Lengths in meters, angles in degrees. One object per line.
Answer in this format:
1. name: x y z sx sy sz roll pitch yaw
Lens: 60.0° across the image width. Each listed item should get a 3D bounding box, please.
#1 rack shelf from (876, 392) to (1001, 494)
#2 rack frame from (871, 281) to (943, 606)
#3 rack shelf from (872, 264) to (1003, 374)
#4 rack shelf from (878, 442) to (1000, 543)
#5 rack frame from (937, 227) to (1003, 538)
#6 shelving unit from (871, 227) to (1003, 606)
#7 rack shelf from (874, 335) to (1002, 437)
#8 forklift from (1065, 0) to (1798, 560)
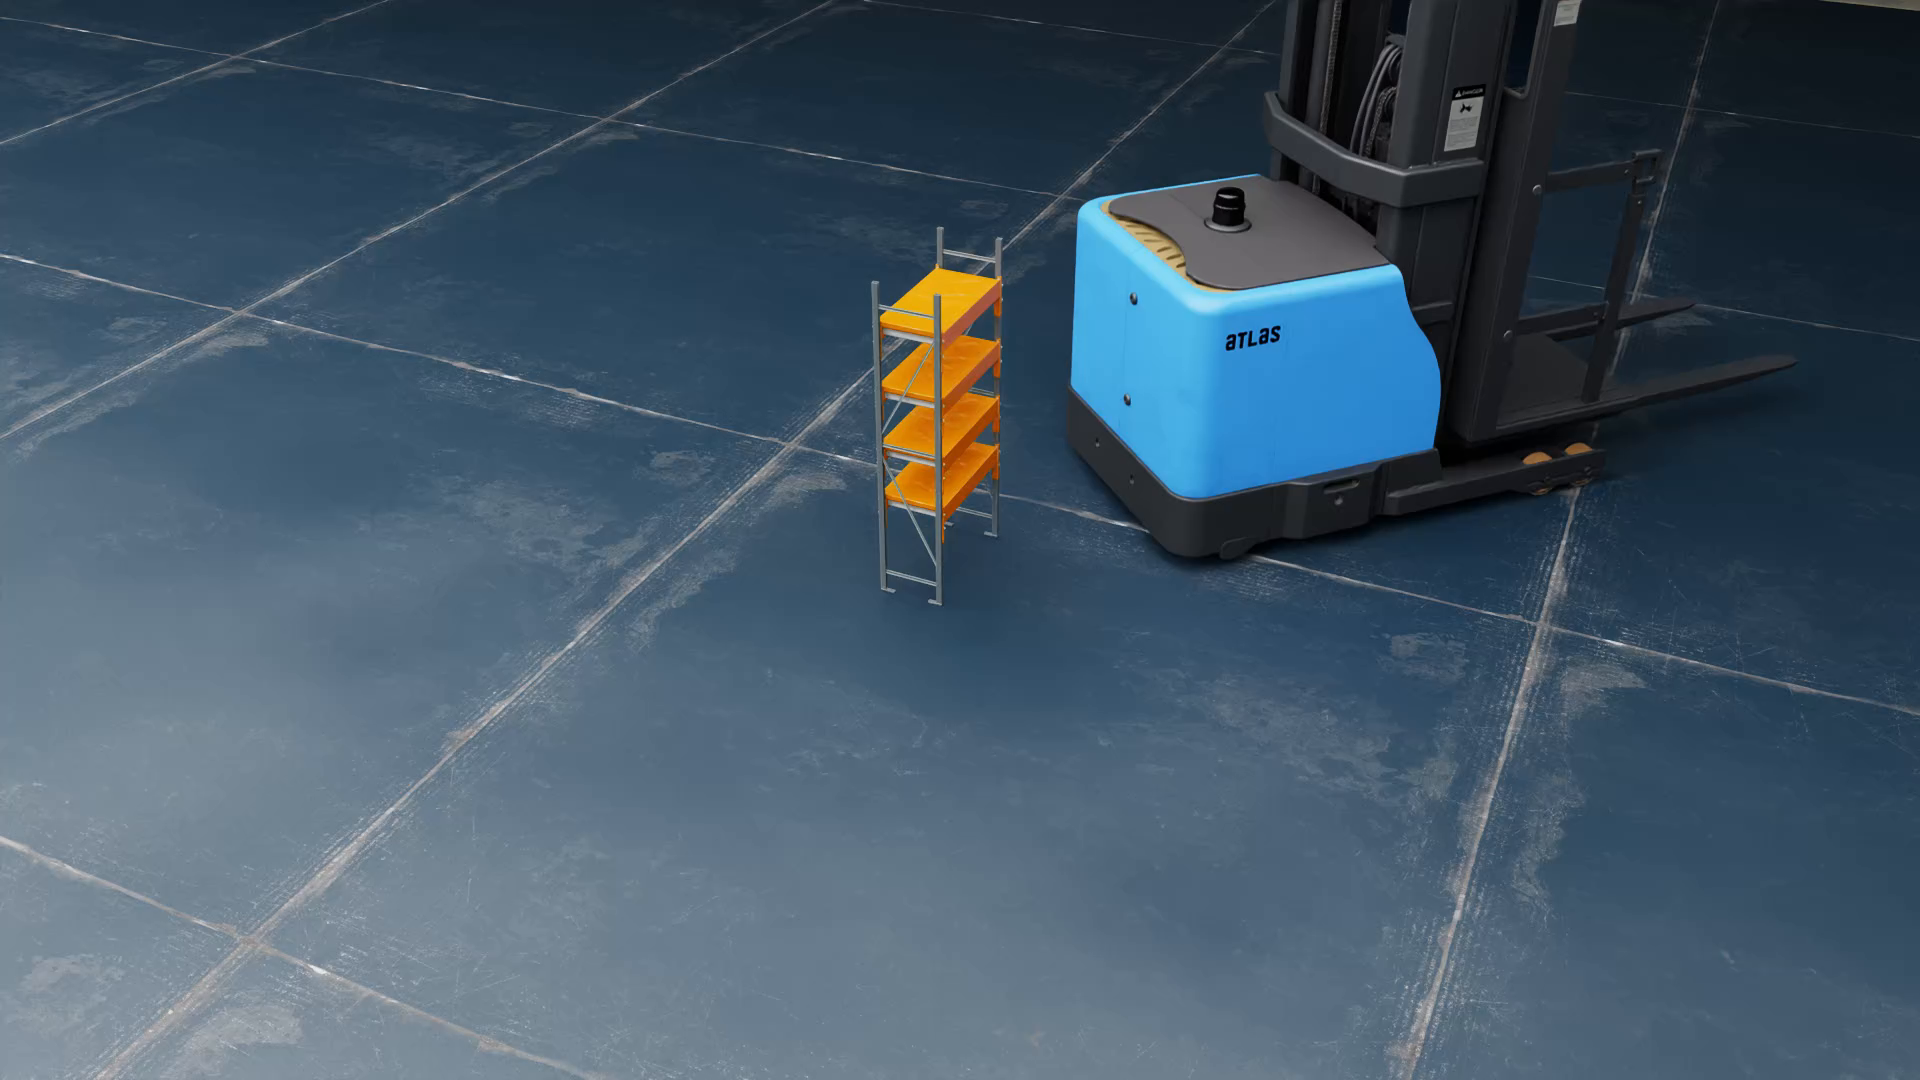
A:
1. rack shelf: -0.069 -0.363 5.832 0.258 0.148 0.480 14 36 20
2. rack frame: -0.171 -0.298 5.610 0.240 1.200 0.015 14 36 20
3. rack shelf: -0.069 -0.748 5.580 0.258 0.148 0.480 14 36 20
4. rack shelf: -0.069 -0.197 5.941 0.258 0.148 0.480 14 36 20
5. rack frame: 0.033 -0.541 5.981 0.240 1.200 0.015 14 36 20
6. shelving unit: -0.069 -0.419 5.795 0.258 1.200 0.503 14 36 20
7. rack shelf: -0.069 -0.550 5.709 0.258 0.148 0.480 14 36 20
8. forklift: 1.997 -1.658 6.105 3.031 2.935 1.130 -12 35 -18
